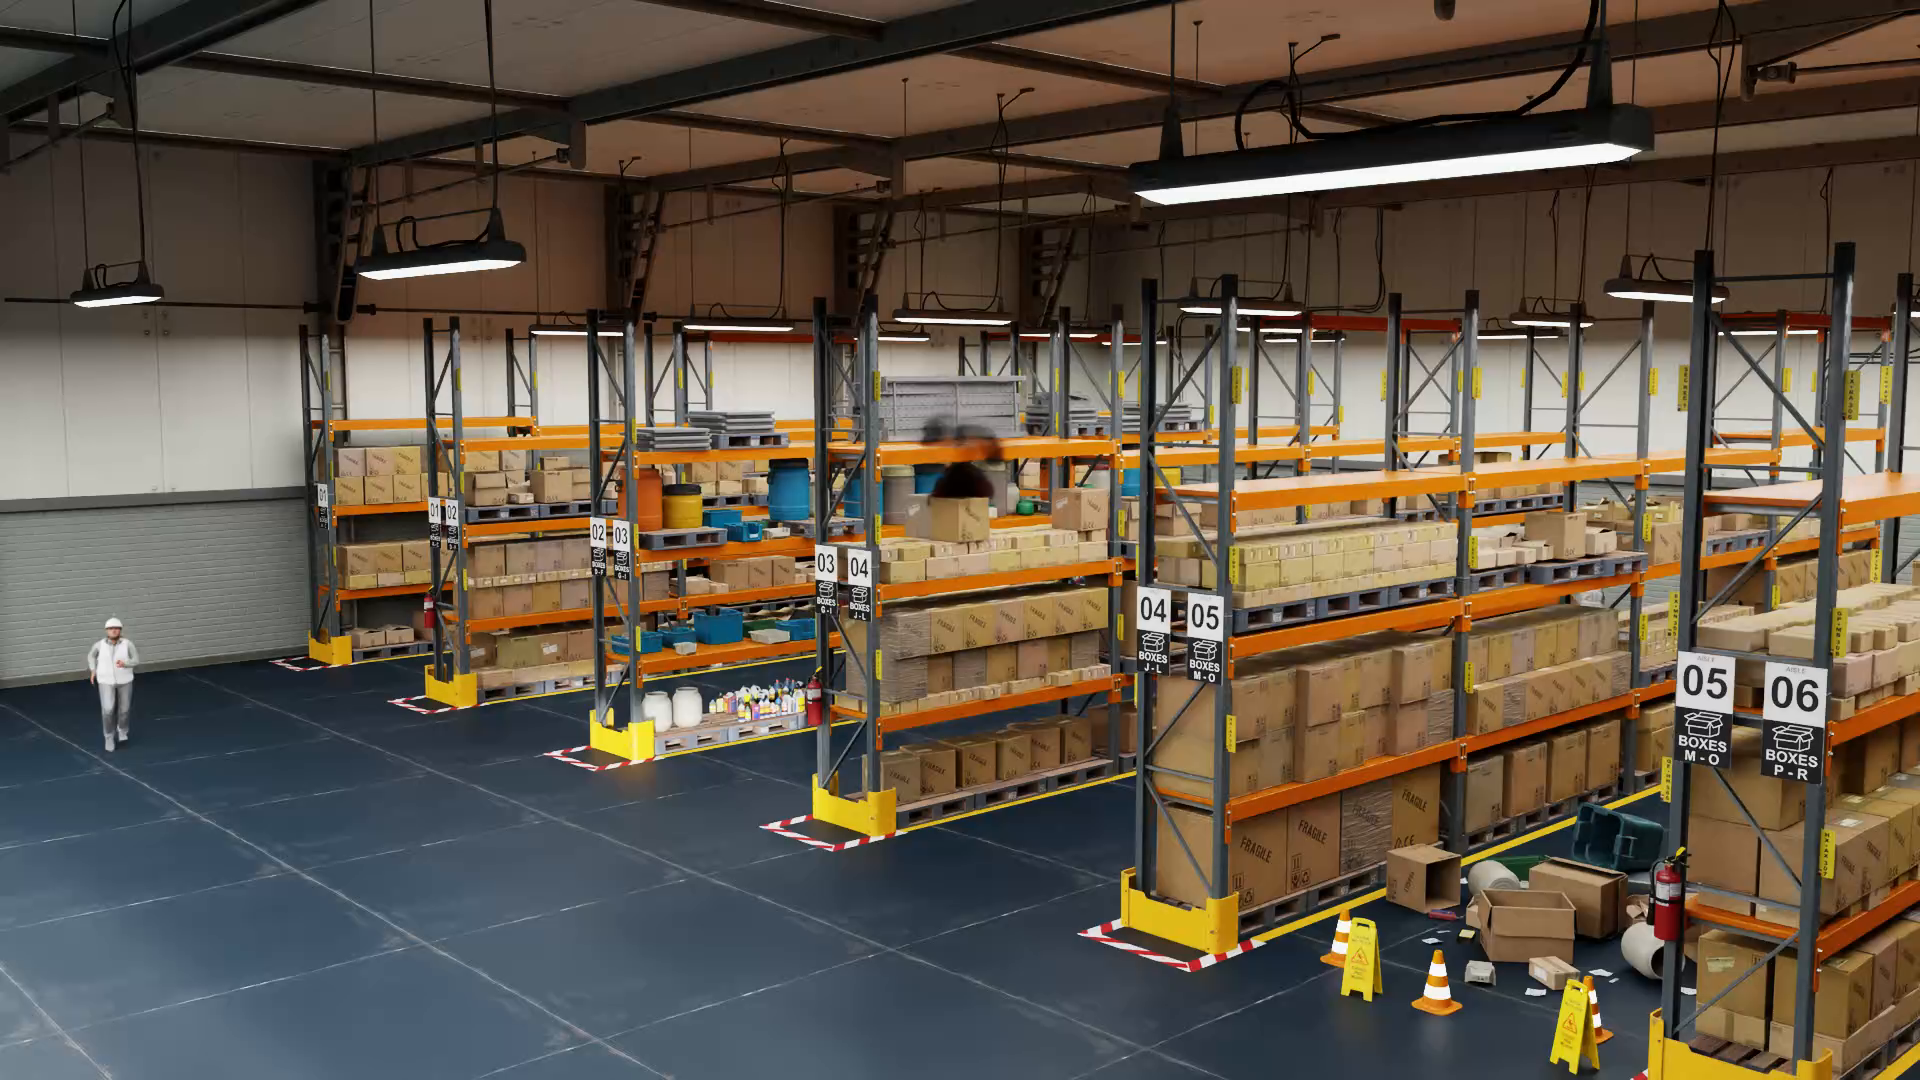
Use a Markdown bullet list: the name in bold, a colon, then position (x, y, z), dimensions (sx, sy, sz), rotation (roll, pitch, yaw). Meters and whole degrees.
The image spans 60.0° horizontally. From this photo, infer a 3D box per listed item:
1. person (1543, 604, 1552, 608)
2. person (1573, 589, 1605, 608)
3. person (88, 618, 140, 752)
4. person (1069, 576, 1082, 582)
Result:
- **person**: position (8.938, 1.799, 25.346), dimensions (0.517, 1.629, 0.577), rotation (-5, 8, -41)
- **person**: position (11.383, 1.299, 30.084), dimensions (0.618, 1.717, 0.903), rotation (-2, 6, -23)
- **person**: position (-11.619, 1.984, 22.856), dimensions (0.612, 1.825, 0.744), rotation (-3, 7, -29)
- **person**: position (2.075, 1.201, 30.965), dimensions (0.717, 1.748, 0.578), rotation (-5, 8, -40)
